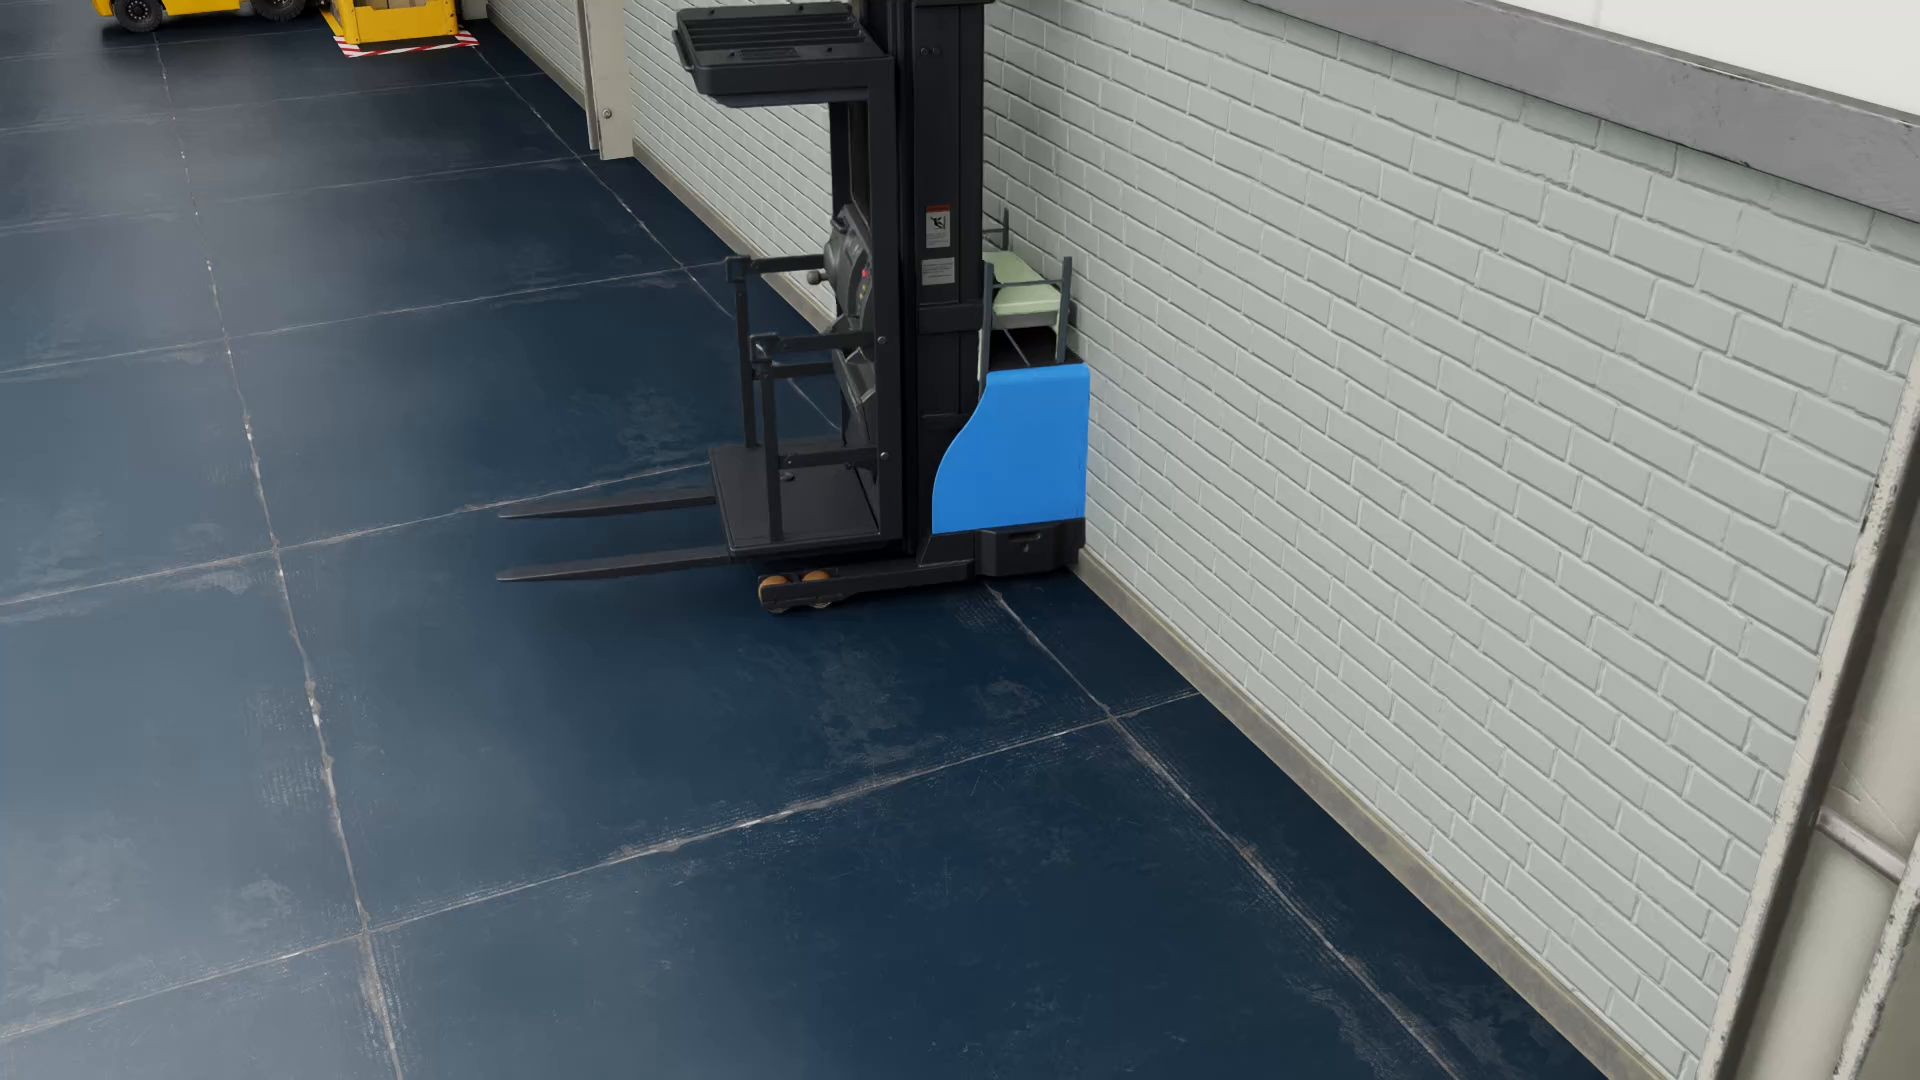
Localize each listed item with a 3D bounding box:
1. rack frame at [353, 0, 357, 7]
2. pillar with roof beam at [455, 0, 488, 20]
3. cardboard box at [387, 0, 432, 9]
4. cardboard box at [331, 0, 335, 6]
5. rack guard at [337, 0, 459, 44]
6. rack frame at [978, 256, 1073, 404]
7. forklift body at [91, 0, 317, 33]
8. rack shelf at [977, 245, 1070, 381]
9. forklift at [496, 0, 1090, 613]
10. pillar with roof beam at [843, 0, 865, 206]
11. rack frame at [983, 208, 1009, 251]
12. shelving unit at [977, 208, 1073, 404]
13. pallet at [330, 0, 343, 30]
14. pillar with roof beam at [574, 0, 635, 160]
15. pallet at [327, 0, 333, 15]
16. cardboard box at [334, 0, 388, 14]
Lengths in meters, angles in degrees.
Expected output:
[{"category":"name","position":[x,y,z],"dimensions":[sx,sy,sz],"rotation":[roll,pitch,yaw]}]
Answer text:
[{"category":"rack frame","position":[-6.034,-6.761,17.241],"dimensions":[1.000,3.000,0.127],"rotation":[-13,32,-22]},{"category":"pillar with roof beam","position":[-9.407,-8.971,15.047],"dimensions":[9.100,9.000,0.400],"rotation":[-13,32,-22]},{"category":"cardboard box","position":[-6.068,-6.003,18.271],"dimensions":[0.500,0.250,0.500],"rotation":[-13,32,-22]},{"category":"cardboard box","position":[-6.726,-6.108,18.458],"dimensions":[0.500,0.250,0.500],"rotation":[-13,32,-22]},{"category":"rack guard","position":[-6.024,-5.660,17.833],"dimensions":[1.175,0.500,0.348],"rotation":[-13,32,-22]},{"category":"rack frame","position":[0.269,-0.548,7.545],"dimensions":[0.400,1.500,0.023],"rotation":[-7,30,-18]},{"category":"forklift body","position":[-8.496,-6.846,18.259],"dimensions":[2.313,2.155,1.214],"rotation":[-13,32,-22]},{"category":"rack shelf","position":[0.163,-1.059,7.663],"dimensions":[0.431,0.370,0.720],"rotation":[-7,30,-18]},{"category":"forklift","position":[-0.681,-1.228,7.443],"dimensions":[3.031,2.935,1.130],"rotation":[-6,30,-11]},{"category":"pillar with roof beam","position":[-4.255,-3.670,5.594],"dimensions":[9.100,9.000,0.400],"rotation":[-13,32,-22]},{"category":"rack frame","position":[0.027,-0.883,8.150],"dimensions":[0.400,1.500,0.023],"rotation":[-7,30,-18]},{"category":"shelving unit","position":[0.148,-0.715,7.847],"dimensions":[0.431,1.500,0.755],"rotation":[-7,30,-18]},{"category":"pallet","position":[-6.400,-5.874,18.509],"dimensions":[1.003,0.211,1.213],"rotation":[-13,32,-22]},{"category":"pillar with roof beam","position":[-6.831,-6.320,10.321],"dimensions":[9.100,9.000,0.400],"rotation":[-13,32,-22]},{"category":"pallet","position":[-6.920,-6.412,19.469],"dimensions":[1.003,0.211,1.213],"rotation":[-13,32,-22]},{"category":"cardboard box","position":[-6.521,-5.886,18.062],"dimensions":[0.500,0.250,0.500],"rotation":[-13,32,-22]}]
